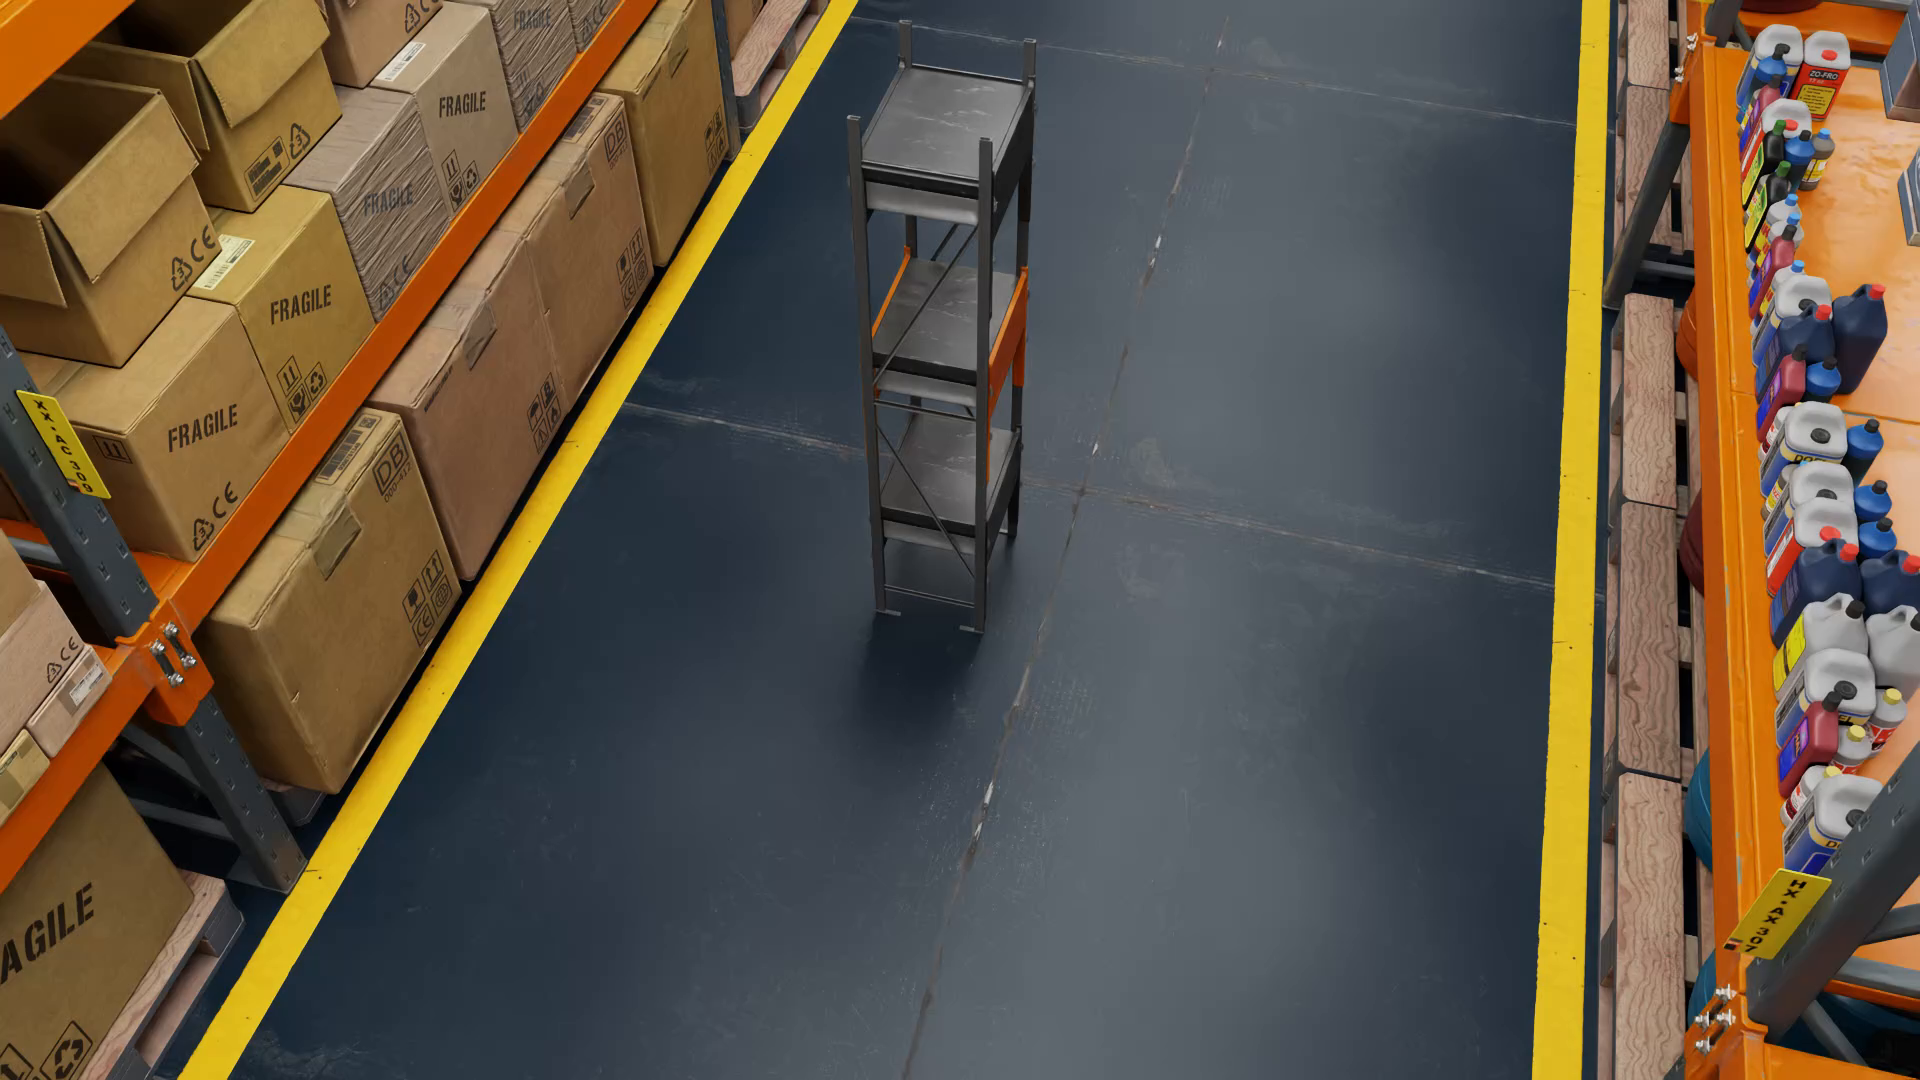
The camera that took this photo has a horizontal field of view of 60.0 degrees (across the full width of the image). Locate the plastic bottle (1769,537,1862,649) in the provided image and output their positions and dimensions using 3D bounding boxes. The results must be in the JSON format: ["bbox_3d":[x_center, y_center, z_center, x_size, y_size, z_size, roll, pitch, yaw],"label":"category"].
[{"bbox_3d":[2.167,0.120,4.176,0.144,0.351,0.185,12,50,10],"label":"plastic bottle"}]

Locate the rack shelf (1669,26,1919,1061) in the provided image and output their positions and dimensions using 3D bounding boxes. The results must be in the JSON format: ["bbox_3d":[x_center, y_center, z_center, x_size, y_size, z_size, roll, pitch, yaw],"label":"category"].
[{"bbox_3d":[2.719,-0.242,4.943,1.077,0.370,4.000,12,50,10],"label":"rack shelf"}]

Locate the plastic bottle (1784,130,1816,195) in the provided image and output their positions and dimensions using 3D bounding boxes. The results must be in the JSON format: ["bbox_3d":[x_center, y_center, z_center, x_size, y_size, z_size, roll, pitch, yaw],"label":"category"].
[{"bbox_3d":[2.699,-1.210,5.403,0.097,0.271,0.097,0,49,0],"label":"plastic bottle"}]

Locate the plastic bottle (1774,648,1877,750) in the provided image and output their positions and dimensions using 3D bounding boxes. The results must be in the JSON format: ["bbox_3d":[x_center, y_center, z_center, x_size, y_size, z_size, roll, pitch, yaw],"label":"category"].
[{"bbox_3d":[2.080,0.395,3.984,0.152,0.276,0.135,12,50,10],"label":"plastic bottle"}]

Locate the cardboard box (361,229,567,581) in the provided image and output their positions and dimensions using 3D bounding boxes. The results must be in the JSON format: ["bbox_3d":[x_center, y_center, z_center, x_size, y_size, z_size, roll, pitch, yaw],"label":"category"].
[{"bbox_3d":[-2.203,-0.560,5.881,1.225,0.875,0.875,10,49,9],"label":"cardboard box"}]

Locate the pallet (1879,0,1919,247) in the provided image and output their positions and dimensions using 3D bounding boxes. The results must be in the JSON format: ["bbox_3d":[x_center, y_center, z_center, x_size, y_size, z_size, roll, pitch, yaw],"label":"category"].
[{"bbox_3d":[2.304,-0.550,2.860,1.213,0.211,1.003,12,50,10],"label":"pallet"}]

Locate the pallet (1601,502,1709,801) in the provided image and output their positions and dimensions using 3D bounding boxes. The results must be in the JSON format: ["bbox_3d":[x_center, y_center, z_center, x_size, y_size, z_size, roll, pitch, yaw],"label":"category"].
[{"bbox_3d":[2.755,0.454,5.708,1.003,0.211,1.213,12,50,10],"label":"pallet"}]

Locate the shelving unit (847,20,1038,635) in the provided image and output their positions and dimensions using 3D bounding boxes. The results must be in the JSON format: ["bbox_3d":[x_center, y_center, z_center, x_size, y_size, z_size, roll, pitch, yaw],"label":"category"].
[{"bbox_3d":[-0.044,-0.575,5.357,0.431,2.100,0.503,12,50,10],"label":"shelving unit"}]

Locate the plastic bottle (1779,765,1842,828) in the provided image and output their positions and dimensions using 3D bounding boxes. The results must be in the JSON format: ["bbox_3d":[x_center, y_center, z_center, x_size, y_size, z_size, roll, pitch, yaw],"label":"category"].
[{"bbox_3d":[1.988,0.594,3.857,0.097,0.201,0.097,0,49,0],"label":"plastic bottle"}]

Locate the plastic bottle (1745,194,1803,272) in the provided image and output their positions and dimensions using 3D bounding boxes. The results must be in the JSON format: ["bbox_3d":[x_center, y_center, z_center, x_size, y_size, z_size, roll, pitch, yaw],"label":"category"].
[{"bbox_3d":[2.545,-0.958,5.181,0.097,0.271,0.097,0,49,0],"label":"plastic bottle"}]

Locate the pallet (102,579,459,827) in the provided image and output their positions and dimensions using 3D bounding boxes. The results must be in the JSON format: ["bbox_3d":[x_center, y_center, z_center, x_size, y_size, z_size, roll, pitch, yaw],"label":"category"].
[{"bbox_3d":[-2.456,0.339,5.810,1.003,0.211,1.213,12,50,10],"label":"pallet"}]

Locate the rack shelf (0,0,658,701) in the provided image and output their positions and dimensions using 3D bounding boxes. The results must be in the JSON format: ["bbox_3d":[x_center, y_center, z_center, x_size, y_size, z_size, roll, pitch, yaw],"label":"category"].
[{"bbox_3d":[-2.060,-1.219,5.805,1.077,0.370,4.000,12,50,10],"label":"rack shelf"}]

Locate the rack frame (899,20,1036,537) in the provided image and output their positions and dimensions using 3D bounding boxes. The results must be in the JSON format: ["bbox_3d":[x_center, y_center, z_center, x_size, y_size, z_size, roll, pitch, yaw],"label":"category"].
[{"bbox_3d":[0.021,-0.752,5.513,0.400,2.100,0.015,12,50,10],"label":"rack frame"}]

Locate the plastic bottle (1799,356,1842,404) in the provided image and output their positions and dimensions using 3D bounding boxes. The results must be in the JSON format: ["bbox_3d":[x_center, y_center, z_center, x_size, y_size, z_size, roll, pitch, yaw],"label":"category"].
[{"bbox_3d":[2.407,-0.407,4.695,0.097,0.271,0.097,0,49,0],"label":"plastic bottle"}]

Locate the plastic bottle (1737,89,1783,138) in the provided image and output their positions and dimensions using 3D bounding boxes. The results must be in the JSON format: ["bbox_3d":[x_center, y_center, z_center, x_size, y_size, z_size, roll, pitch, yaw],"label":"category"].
[{"bbox_3d":[2.737,-1.463,5.673,0.097,0.201,0.097,0,49,0],"label":"plastic bottle"}]

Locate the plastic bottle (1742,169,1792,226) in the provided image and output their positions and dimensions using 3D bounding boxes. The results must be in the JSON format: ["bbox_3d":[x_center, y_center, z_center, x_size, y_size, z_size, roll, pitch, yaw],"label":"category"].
[{"bbox_3d":[2.605,-1.102,5.354,0.097,0.201,0.097,0,49,0],"label":"plastic bottle"}]

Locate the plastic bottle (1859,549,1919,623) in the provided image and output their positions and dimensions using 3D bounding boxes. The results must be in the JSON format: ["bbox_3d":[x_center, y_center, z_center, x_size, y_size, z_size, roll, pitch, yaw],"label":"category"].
[{"bbox_3d":[2.306,0.148,4.151,0.144,0.351,0.185,12,50,10],"label":"plastic bottle"}]

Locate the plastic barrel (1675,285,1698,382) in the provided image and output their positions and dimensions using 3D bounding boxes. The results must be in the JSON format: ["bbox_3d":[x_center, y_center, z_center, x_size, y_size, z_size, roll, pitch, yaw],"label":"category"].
[{"bbox_3d":[3.133,-0.990,6.291,0.600,0.830,0.708,12,50,10],"label":"plastic barrel"}]

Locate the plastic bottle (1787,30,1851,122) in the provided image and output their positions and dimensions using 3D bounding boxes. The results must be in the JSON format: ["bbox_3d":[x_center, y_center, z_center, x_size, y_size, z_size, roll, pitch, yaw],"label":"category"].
[{"bbox_3d":[2.966,-1.606,5.750,0.152,0.276,0.135,12,50,10],"label":"plastic bottle"}]

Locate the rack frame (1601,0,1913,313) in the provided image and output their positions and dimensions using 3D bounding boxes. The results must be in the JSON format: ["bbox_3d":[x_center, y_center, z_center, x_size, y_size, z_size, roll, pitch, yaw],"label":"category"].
[{"bbox_3d":[3.245,-1.926,5.950,1.000,3.000,0.127,12,50,10],"label":"rack frame"}]

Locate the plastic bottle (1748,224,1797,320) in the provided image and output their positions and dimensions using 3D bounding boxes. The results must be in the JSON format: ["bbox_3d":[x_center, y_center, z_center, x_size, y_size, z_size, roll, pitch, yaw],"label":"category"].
[{"bbox_3d":[2.471,-0.812,5.044,0.061,0.283,0.133,12,50,10],"label":"plastic bottle"}]

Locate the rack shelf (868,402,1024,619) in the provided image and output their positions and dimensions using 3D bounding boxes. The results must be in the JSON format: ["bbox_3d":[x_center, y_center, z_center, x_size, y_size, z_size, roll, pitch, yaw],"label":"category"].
[{"bbox_3d":[-0.044,-0.103,5.892,0.431,0.518,0.480,12,50,10],"label":"rack shelf"}]

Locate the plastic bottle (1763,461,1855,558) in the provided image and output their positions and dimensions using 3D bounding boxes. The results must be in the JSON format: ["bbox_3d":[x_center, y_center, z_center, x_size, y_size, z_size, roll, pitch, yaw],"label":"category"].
[{"bbox_3d":[2.248,-0.067,4.392,0.152,0.276,0.135,12,50,10],"label":"plastic bottle"}]

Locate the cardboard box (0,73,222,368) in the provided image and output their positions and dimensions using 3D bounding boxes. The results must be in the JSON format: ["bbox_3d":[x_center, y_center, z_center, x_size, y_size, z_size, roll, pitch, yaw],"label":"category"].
[{"bbox_3d":[-2.426,-0.839,4.254,0.797,0.503,0.637,10,49,9],"label":"cardboard box"}]

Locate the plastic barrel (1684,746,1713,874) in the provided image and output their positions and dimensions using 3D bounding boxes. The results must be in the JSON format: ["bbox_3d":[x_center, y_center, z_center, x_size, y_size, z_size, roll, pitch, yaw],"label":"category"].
[{"bbox_3d":[2.538,0.620,4.822,0.600,0.901,0.708,12,50,10],"label":"plastic barrel"}]

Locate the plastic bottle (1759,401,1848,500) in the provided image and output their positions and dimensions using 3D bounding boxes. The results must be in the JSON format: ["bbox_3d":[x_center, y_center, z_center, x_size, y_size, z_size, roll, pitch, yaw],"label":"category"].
[{"bbox_3d":[2.309,-0.235,4.540,0.152,0.276,0.135,12,50,10],"label":"plastic bottle"}]

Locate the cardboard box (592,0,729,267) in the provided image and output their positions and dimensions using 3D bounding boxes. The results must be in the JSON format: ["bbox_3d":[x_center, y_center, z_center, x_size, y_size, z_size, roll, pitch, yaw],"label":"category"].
[{"bbox_3d":[-1.735,-1.845,7.014,1.225,0.875,0.875,9,49,8],"label":"cardboard box"}]

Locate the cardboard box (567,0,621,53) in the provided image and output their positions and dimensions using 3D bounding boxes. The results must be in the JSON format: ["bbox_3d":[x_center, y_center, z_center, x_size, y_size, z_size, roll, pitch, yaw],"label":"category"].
[{"bbox_3d":[-1.561,-2.172,6.099,0.500,0.500,0.500,11,50,10],"label":"cardboard box"}]

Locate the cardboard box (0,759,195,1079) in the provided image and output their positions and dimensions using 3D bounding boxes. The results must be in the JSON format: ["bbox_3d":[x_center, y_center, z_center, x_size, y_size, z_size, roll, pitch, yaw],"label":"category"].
[{"bbox_3d":[-2.837,1.015,4.490,0.875,0.875,0.875,12,50,10],"label":"cardboard box"}]

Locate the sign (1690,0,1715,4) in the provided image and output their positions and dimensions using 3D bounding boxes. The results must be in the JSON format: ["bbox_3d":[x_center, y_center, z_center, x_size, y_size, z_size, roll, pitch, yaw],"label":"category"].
[{"bbox_3d":[2.712,-2.084,5.980,0.100,0.325,0.005,12,50,10],"label":"sign"}]

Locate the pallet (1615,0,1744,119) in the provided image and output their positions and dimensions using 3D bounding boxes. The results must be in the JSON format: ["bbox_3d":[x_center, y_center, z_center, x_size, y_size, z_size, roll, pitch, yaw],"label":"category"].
[{"bbox_3d":[3.809,-2.436,8.259,1.003,0.211,1.213,12,50,10],"label":"pallet"}]

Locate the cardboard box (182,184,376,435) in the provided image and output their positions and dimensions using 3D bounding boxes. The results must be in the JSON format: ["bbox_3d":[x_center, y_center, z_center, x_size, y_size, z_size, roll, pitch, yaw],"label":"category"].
[{"bbox_3d":[-2.092,-0.691,4.792,0.500,0.500,0.500,12,50,10],"label":"cardboard box"}]

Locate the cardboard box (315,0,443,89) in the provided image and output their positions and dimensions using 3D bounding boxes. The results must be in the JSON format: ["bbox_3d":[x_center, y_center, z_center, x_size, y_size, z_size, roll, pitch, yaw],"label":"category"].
[{"bbox_3d":[-2.086,-1.786,5.090,0.797,0.503,0.637,13,50,11],"label":"cardboard box"}]

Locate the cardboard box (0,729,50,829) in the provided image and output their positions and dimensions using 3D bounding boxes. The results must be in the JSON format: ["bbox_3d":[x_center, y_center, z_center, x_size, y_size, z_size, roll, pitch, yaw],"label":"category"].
[{"bbox_3d":[-2.418,0.544,3.936,0.380,0.149,0.250,12,50,11],"label":"cardboard box"}]

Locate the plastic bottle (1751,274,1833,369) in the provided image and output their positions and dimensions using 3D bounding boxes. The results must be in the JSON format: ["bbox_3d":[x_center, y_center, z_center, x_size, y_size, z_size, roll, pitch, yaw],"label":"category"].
[{"bbox_3d":[2.454,-0.633,4.891,0.152,0.276,0.135,12,50,10],"label":"plastic bottle"}]

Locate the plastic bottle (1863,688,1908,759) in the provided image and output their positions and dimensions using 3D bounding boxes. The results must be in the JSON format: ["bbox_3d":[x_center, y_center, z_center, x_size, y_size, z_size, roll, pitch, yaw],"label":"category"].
[{"bbox_3d":[2.205,0.431,4.002,0.097,0.201,0.097,0,49,0],"label":"plastic bottle"}]

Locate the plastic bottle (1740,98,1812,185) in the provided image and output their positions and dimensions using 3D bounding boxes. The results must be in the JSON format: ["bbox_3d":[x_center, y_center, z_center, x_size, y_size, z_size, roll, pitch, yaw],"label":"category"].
[{"bbox_3d":[2.697,-1.302,5.481,0.152,0.276,0.135,12,50,10],"label":"plastic bottle"}]

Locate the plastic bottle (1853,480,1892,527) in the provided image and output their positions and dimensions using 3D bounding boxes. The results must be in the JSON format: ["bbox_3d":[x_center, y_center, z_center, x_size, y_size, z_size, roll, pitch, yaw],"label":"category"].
[{"bbox_3d":[2.374,-0.055,4.383,0.097,0.271,0.097,0,49,0],"label":"plastic bottle"}]

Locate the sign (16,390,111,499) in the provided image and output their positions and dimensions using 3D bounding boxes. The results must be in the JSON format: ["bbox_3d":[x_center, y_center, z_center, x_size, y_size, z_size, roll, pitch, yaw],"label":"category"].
[{"bbox_3d":[-2.050,-0.215,3.809,0.100,0.325,0.005,12,50,10],"label":"sign"}]

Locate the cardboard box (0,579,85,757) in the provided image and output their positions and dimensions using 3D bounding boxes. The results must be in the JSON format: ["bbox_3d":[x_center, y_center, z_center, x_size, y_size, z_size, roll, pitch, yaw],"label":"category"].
[{"bbox_3d":[-2.449,0.312,3.876,0.500,0.250,0.500,11,49,9],"label":"cardboard box"}]

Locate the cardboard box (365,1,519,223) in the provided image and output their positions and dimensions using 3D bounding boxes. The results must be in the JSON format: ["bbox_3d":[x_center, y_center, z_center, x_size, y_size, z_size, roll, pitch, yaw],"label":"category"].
[{"bbox_3d":[-1.829,-1.428,5.443,0.500,0.500,0.500,12,50,11],"label":"cardboard box"}]

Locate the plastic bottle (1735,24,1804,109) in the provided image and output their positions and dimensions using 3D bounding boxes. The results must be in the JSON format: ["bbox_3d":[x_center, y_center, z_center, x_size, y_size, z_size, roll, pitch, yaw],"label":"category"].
[{"bbox_3d":[2.819,-1.636,5.776,0.152,0.276,0.135,12,50,10],"label":"plastic bottle"}]

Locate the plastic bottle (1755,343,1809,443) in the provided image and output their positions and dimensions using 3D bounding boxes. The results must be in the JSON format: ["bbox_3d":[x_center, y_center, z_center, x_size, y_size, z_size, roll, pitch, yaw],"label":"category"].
[{"bbox_3d":[2.326,-0.414,4.692,0.061,0.283,0.133,12,50,10],"label":"plastic bottle"}]

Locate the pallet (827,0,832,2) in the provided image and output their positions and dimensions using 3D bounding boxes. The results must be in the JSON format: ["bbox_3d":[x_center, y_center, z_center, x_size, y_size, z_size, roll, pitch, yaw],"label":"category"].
[{"bbox_3d":[-1.003,-3.426,9.133,1.003,0.211,1.213,12,50,10],"label":"pallet"}]

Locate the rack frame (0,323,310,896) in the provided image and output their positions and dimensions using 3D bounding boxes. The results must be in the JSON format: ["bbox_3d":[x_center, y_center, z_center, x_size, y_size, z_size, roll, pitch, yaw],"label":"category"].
[{"bbox_3d":[-2.586,-0.011,4.259,1.000,3.000,0.127,12,50,10],"label":"rack frame"}]
